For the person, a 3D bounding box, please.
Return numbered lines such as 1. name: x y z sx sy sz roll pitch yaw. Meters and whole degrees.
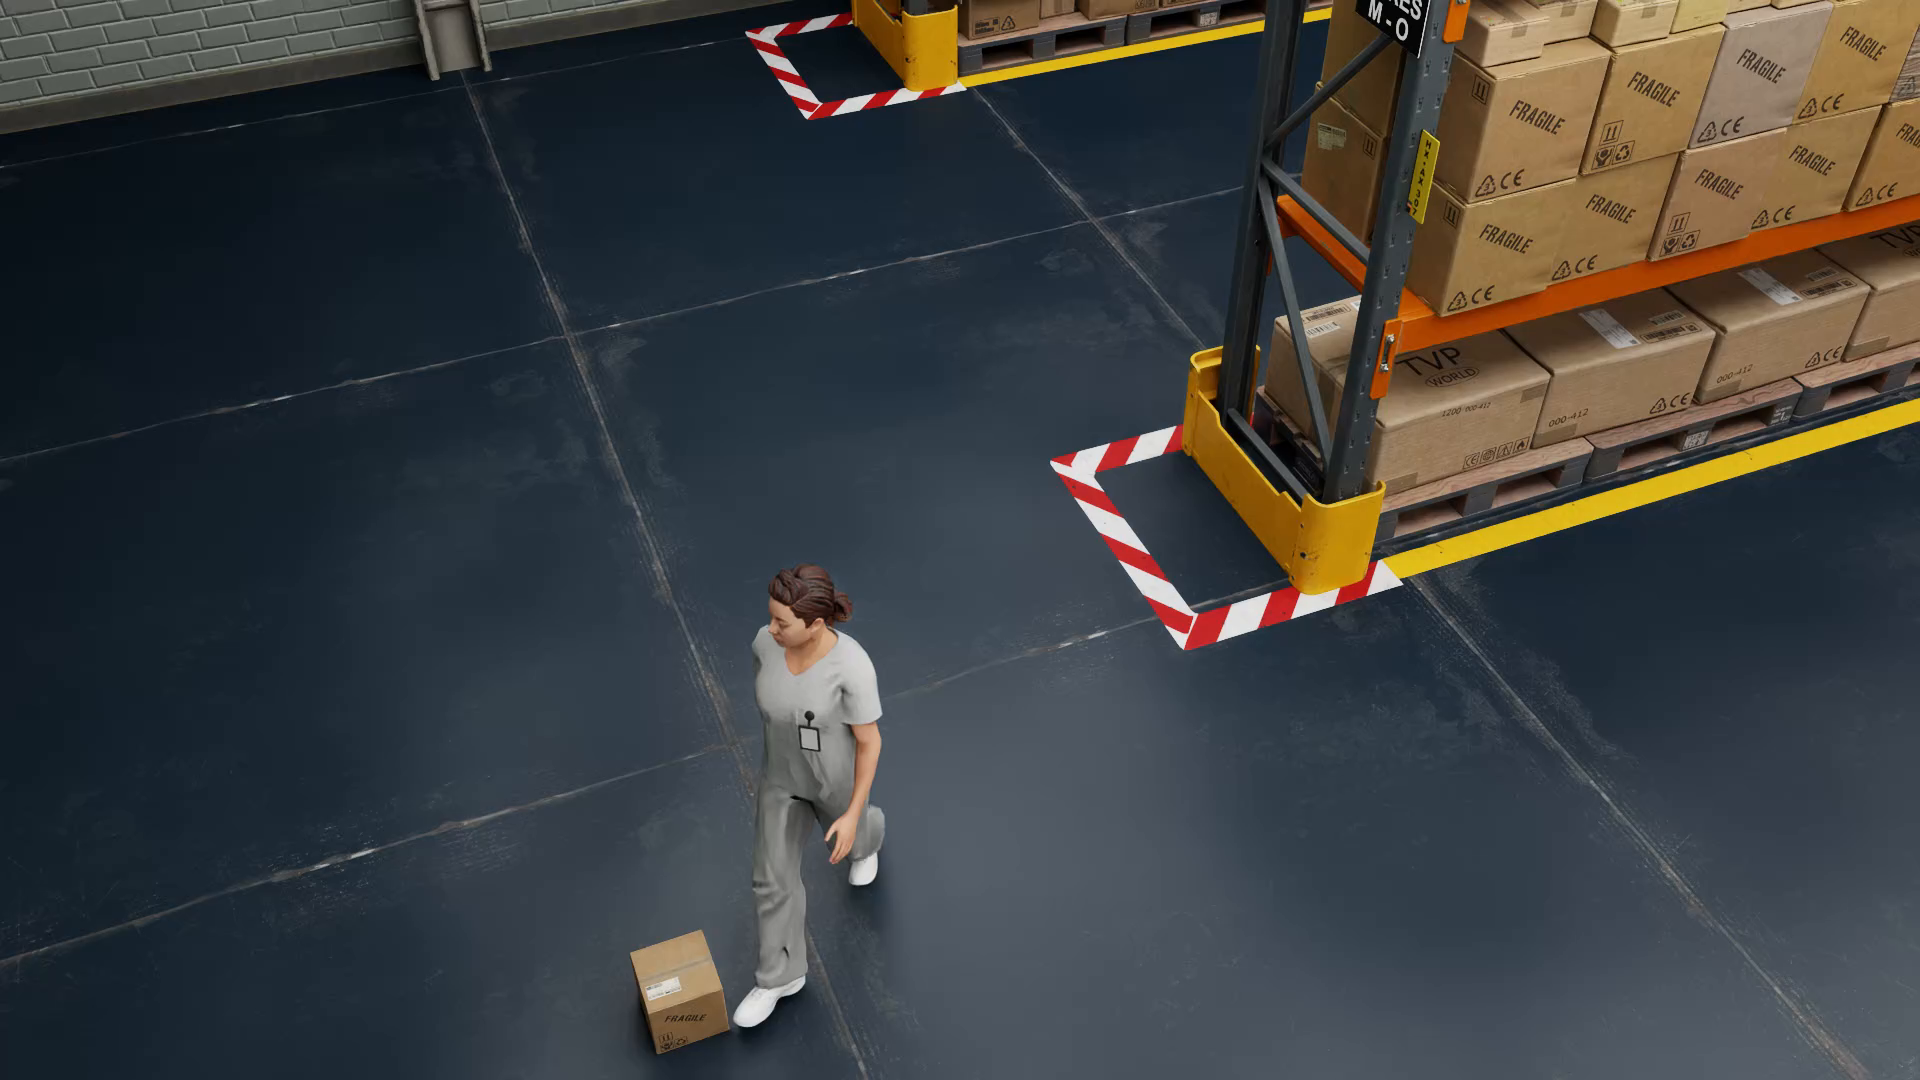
1. person: -0.479 0.776 5.305 0.487 1.621 0.944 15 44 16
